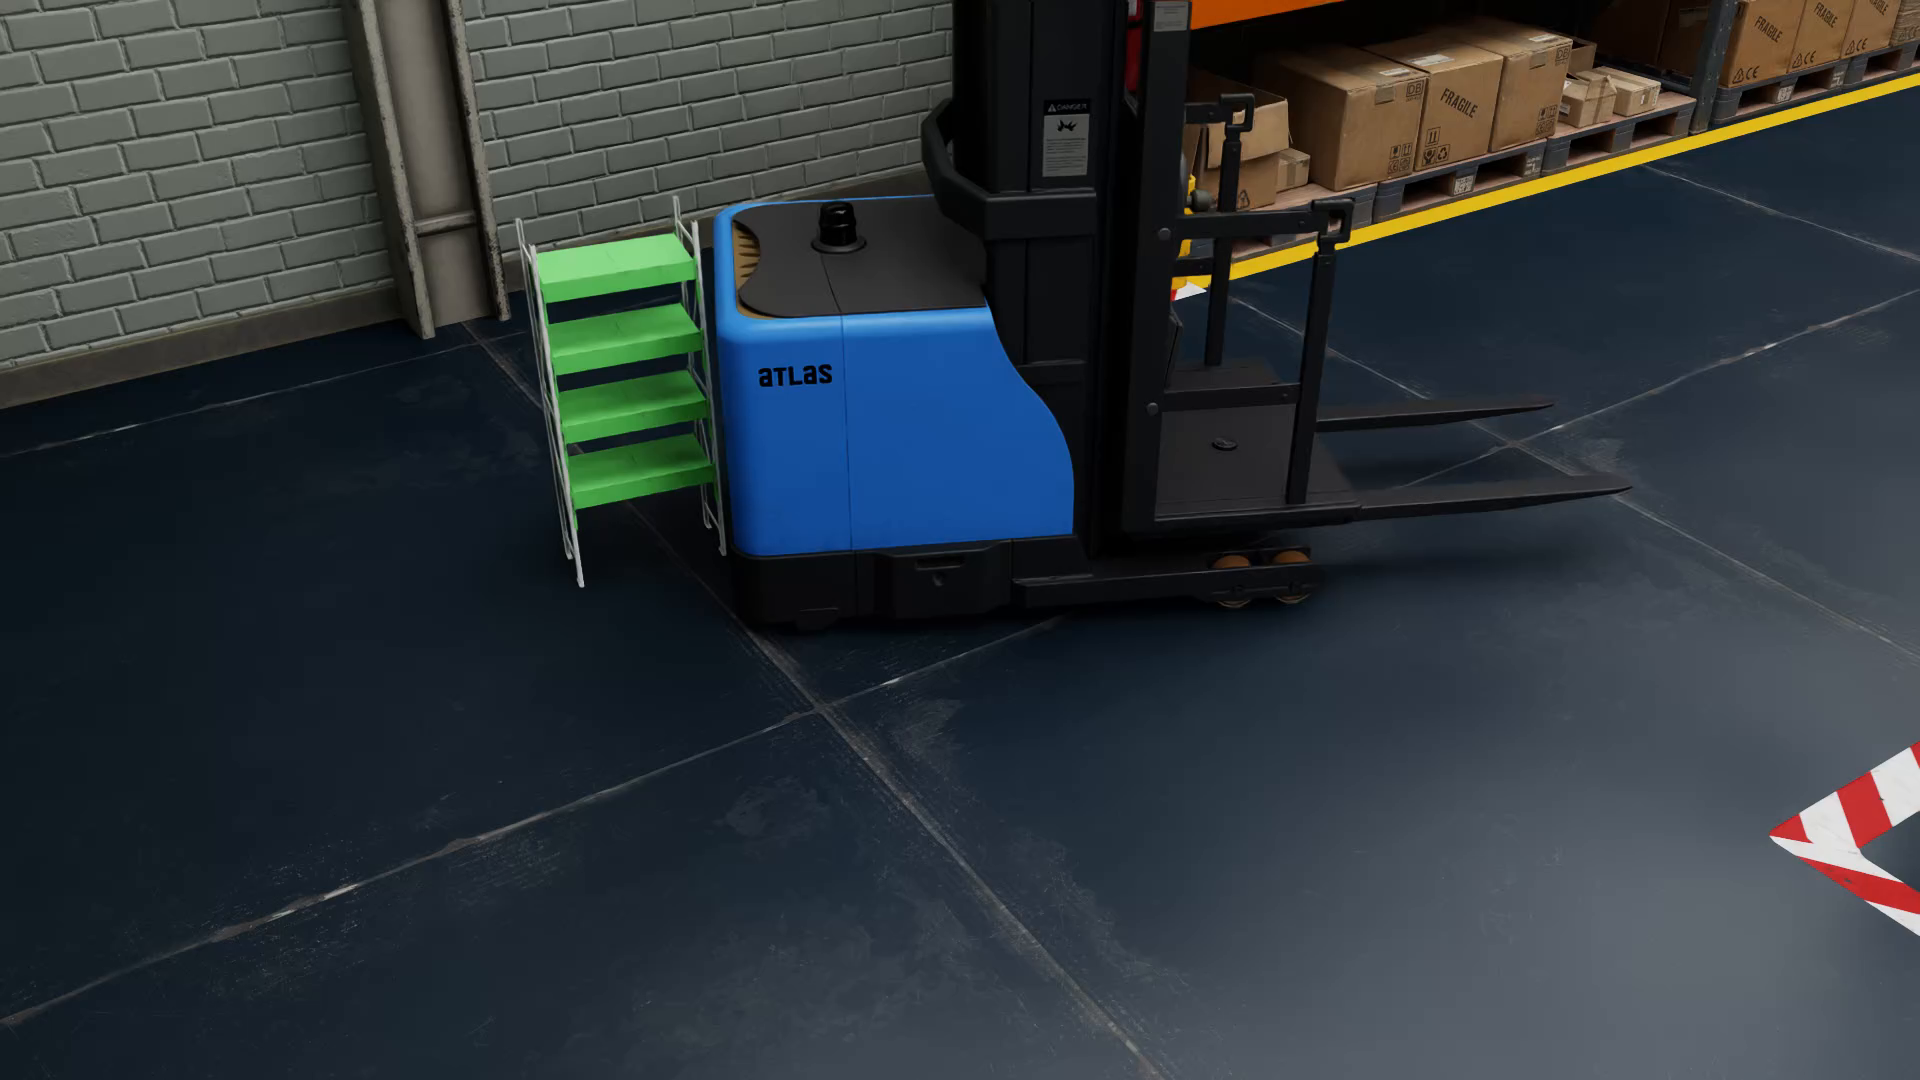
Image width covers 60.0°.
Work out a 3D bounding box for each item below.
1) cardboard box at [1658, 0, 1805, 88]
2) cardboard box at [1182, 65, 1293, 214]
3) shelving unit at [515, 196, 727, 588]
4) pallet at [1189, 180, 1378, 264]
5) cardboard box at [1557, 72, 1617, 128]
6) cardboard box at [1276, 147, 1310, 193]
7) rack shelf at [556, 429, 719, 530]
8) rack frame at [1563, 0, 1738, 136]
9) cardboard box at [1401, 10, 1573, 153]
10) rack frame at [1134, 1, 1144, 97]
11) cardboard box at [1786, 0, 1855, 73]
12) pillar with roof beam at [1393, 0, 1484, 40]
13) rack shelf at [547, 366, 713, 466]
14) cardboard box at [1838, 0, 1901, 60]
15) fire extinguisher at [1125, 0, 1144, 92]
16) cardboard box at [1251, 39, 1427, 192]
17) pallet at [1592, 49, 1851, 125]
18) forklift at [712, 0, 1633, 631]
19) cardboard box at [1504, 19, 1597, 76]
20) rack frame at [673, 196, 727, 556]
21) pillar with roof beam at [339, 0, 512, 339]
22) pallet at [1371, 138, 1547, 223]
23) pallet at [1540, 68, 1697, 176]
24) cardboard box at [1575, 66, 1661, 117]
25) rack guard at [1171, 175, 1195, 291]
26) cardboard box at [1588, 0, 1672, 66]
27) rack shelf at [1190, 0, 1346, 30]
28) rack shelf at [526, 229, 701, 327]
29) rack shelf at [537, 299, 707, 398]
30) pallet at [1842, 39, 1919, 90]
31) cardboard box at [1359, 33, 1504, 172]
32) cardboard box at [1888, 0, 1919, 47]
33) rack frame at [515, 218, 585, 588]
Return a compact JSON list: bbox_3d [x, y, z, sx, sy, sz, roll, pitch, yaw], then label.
[{"bbox_3d":[4.431,-2.942,9.552,0.500,0.500,0.500,-17,36,-25],"label":"cardboard box"},{"bbox_3d":[1.106,-1.883,7.869,0.637,0.503,0.797,-21,38,-29],"label":"cardboard box"},{"bbox_3d":[-1.072,-0.461,5.355,0.503,1.200,0.258,-13,34,-19],"label":"shelving unit"},{"bbox_3d":[1.274,-1.700,8.247,1.213,0.211,1.003,-19,37,-27],"label":"pallet"},{"bbox_3d":[3.293,-2.408,8.925,0.258,0.266,0.396,-18,36,-26],"label":"cardboard box"},{"bbox_3d":[1.484,-1.838,8.131,0.250,0.149,0.380,-21,38,-29],"label":"cardboard box"},{"bbox_3d":[-1.072,-0.204,5.518,0.480,0.148,0.258,-13,34,-19],"label":"rack shelf"},{"bbox_3d":[3.902,-3.783,8.935,0.127,3.000,1.000,-19,37,-27],"label":"rack frame"},{"bbox_3d":[2.718,-2.411,8.710,0.500,0.500,0.700,-20,38,-29],"label":"cardboard box"},{"bbox_3d":[0.540,-2.627,7.102,0.127,3.000,1.000,-19,37,-27],"label":"rack frame"},{"bbox_3d":[4.873,-3.100,9.803,0.500,0.500,0.500,-19,37,-28],"label":"cardboard box"},{"bbox_3d":[5.161,-4.593,4.596,0.400,9.000,9.100,-19,37,-27],"label":"pillar with roof beam"},{"bbox_3d":[-1.072,-0.407,5.389,0.480,0.148,0.258,-13,34,-19],"label":"rack shelf"},{"bbox_3d":[5.295,-3.243,10.028,0.500,0.500,0.500,-20,37,-29],"label":"cardboard box"},{"bbox_3d":[0.667,-2.186,6.826,0.183,0.674,0.296,-19,37,-27],"label":"fire extinguisher"},{"bbox_3d":[1.845,-2.111,8.234,0.500,0.500,0.700,-17,36,-25],"label":"cardboard box"},{"bbox_3d":[4.565,-2.855,10.079,1.213,0.211,1.003,-19,37,-27],"label":"pallet"},{"bbox_3d":[0.731,-1.298,5.060,3.031,2.935,1.130,-4,32,-7],"label":"forklift"},{"bbox_3d":[3.219,-2.738,9.406,0.500,0.311,0.500,-18,36,-26],"label":"cardboard box"},{"bbox_3d":[-0.847,-0.511,5.436,0.015,1.200,0.240,-13,34,-19],"label":"rack frame"},{"bbox_3d":[0.118,-2.858,1.846,0.400,9.000,9.100,-19,37,-27],"label":"pillar with roof beam"},{"bbox_3d":[2.298,-2.050,8.803,1.213,0.211,1.003,-19,37,-27],"label":"pallet"},{"bbox_3d":[3.324,-2.405,9.365,1.213,0.211,1.003,-19,37,-27],"label":"pallet"},{"bbox_3d":[3.593,-2.462,9.120,0.250,0.149,0.380,-20,37,-29],"label":"cardboard box"},{"bbox_3d":[0.604,-1.591,7.804,0.348,0.500,1.175,-19,37,-27],"label":"rack guard"},{"bbox_3d":[4.155,-3.178,9.925,0.500,0.500,0.500,-19,37,-27],"label":"cardboard box"},{"bbox_3d":[2.221,-2.900,8.211,4.000,0.370,1.077,-19,37,-27],"label":"rack shelf"},{"bbox_3d":[-1.072,-0.812,5.133,0.480,0.148,0.258,-13,34,-19],"label":"rack shelf"},{"bbox_3d":[-1.072,-0.609,5.261,0.480,0.148,0.258,-13,34,-19],"label":"rack shelf"},{"bbox_3d":[5.592,-3.210,10.641,1.213,0.211,1.003,-19,37,-27],"label":"pallet"},{"bbox_3d":[2.344,-2.219,8.405,0.500,0.500,0.500,-18,37,-26],"label":"cardboard box"},{"bbox_3d":[5.734,-3.390,10.262,0.500,0.500,0.500,-20,38,-29],"label":"cardboard box"},{"bbox_3d":[-1.296,-0.410,5.275,0.015,1.200,0.240,-13,34,-19],"label":"rack frame"}]
